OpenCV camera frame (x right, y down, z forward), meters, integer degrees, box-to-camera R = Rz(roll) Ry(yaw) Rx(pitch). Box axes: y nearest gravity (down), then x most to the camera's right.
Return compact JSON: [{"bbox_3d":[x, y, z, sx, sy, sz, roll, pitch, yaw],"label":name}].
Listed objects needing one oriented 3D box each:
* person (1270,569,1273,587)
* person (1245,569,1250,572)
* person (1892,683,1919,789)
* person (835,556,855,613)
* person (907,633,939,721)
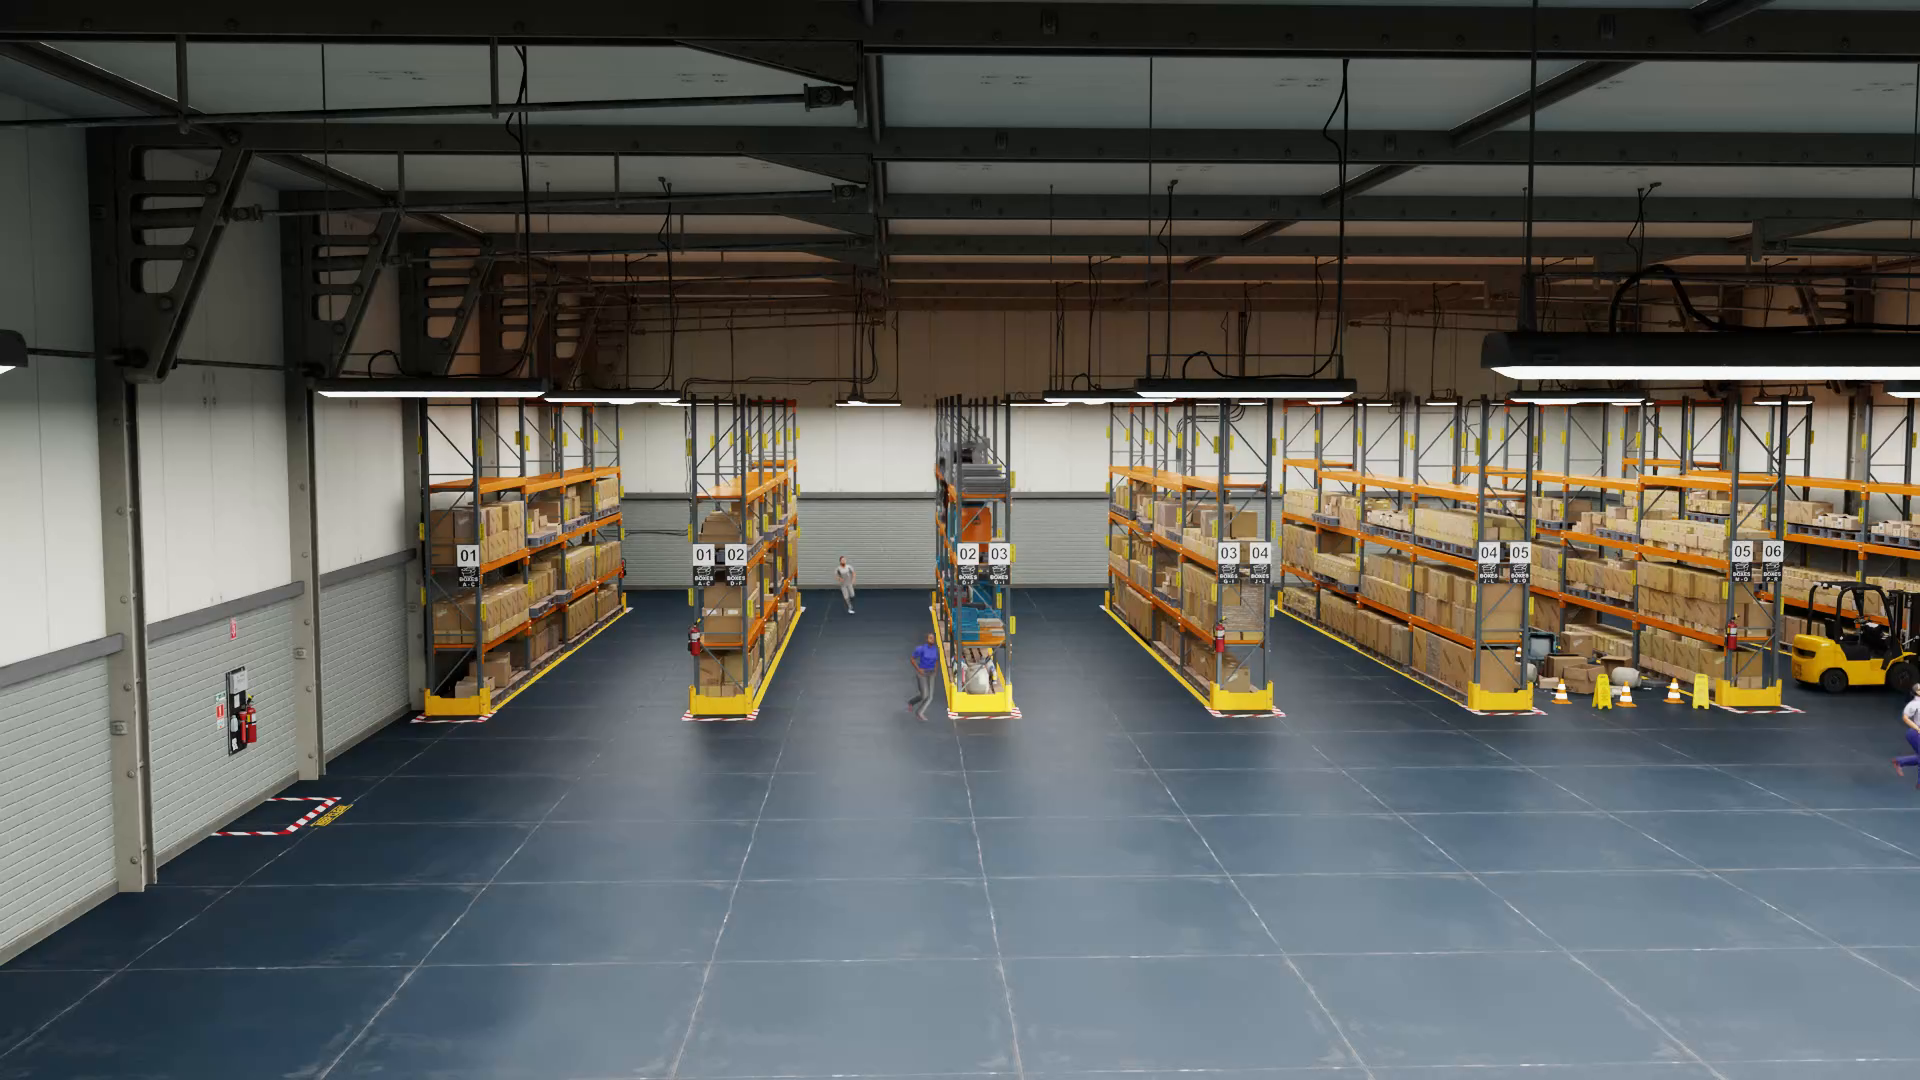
[{"bbox_3d":[8.165,1.285,45.031,0.682,1.733,0.821,0,5,4],"label":"person"},{"bbox_3d":[7.945,1.177,46.922,0.737,1.716,0.561,1,5,16],"label":"person"},{"bbox_3d":[14.435,2.965,25.085,0.628,1.613,0.608,4,6,44],"label":"person"},{"bbox_3d":[-3.214,1.254,46.569,0.600,1.595,0.529,-1,5,-13],"label":"person"},{"bbox_3d":[-0.641,2.512,30.797,0.587,1.608,0.533,-3,6,-38],"label":"person"}]
